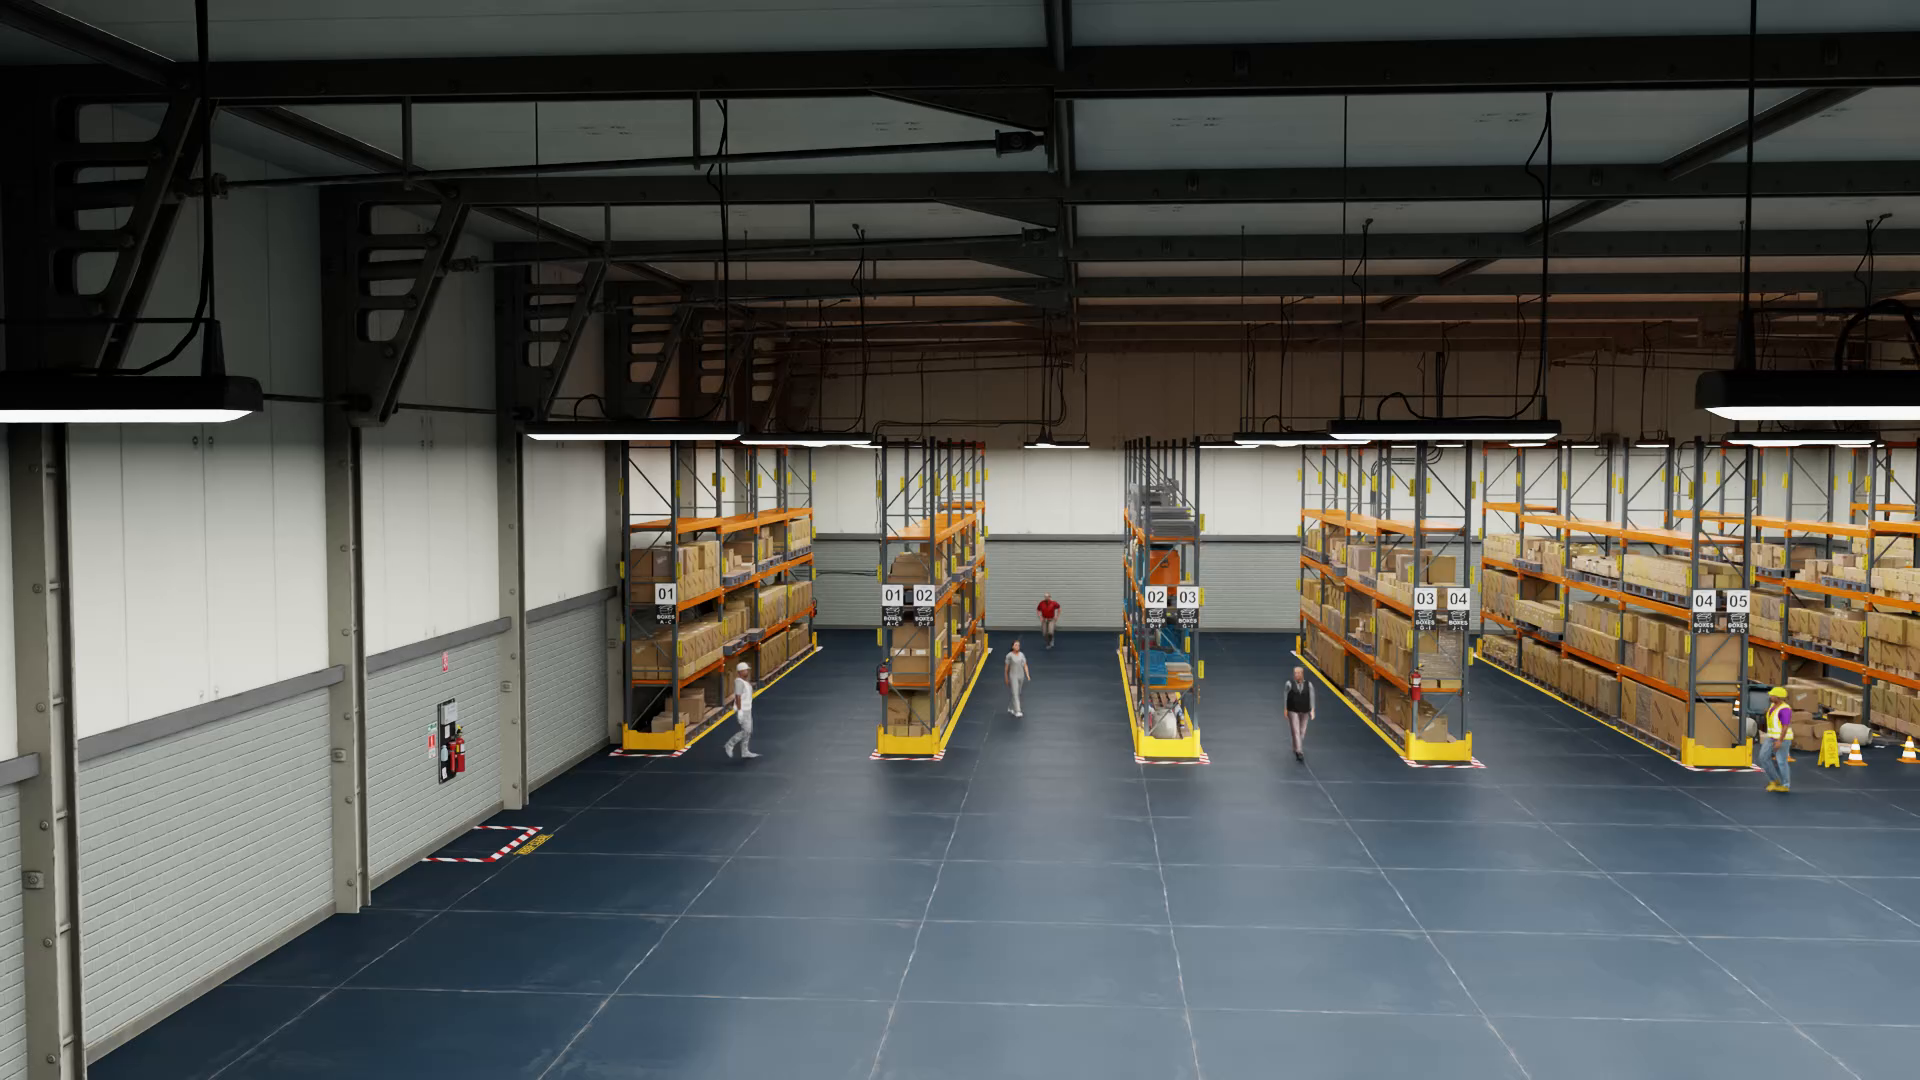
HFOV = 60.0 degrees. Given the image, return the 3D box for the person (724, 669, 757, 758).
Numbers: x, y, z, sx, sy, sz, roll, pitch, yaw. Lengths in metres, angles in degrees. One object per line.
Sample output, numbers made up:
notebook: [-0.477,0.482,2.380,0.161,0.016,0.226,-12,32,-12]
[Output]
person: [9.924,2.149,33.409,28.467,3.536,6.355,0,3,1]

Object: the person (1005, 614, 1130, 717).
person: [2.845,2.797,39.111,6.602,1.632,5.028,-2,4,-30]

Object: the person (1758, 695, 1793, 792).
person: [13.708,3.369,27.822,0.515,1.759,0.544,-1,3,-14]

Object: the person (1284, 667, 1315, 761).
person: [6.315,3.202,30.876,0.519,1.682,0.939,0,3,-2]

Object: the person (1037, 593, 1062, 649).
person: [2.576,2.340,48.021,0.707,1.641,0.732,1,3,13]
